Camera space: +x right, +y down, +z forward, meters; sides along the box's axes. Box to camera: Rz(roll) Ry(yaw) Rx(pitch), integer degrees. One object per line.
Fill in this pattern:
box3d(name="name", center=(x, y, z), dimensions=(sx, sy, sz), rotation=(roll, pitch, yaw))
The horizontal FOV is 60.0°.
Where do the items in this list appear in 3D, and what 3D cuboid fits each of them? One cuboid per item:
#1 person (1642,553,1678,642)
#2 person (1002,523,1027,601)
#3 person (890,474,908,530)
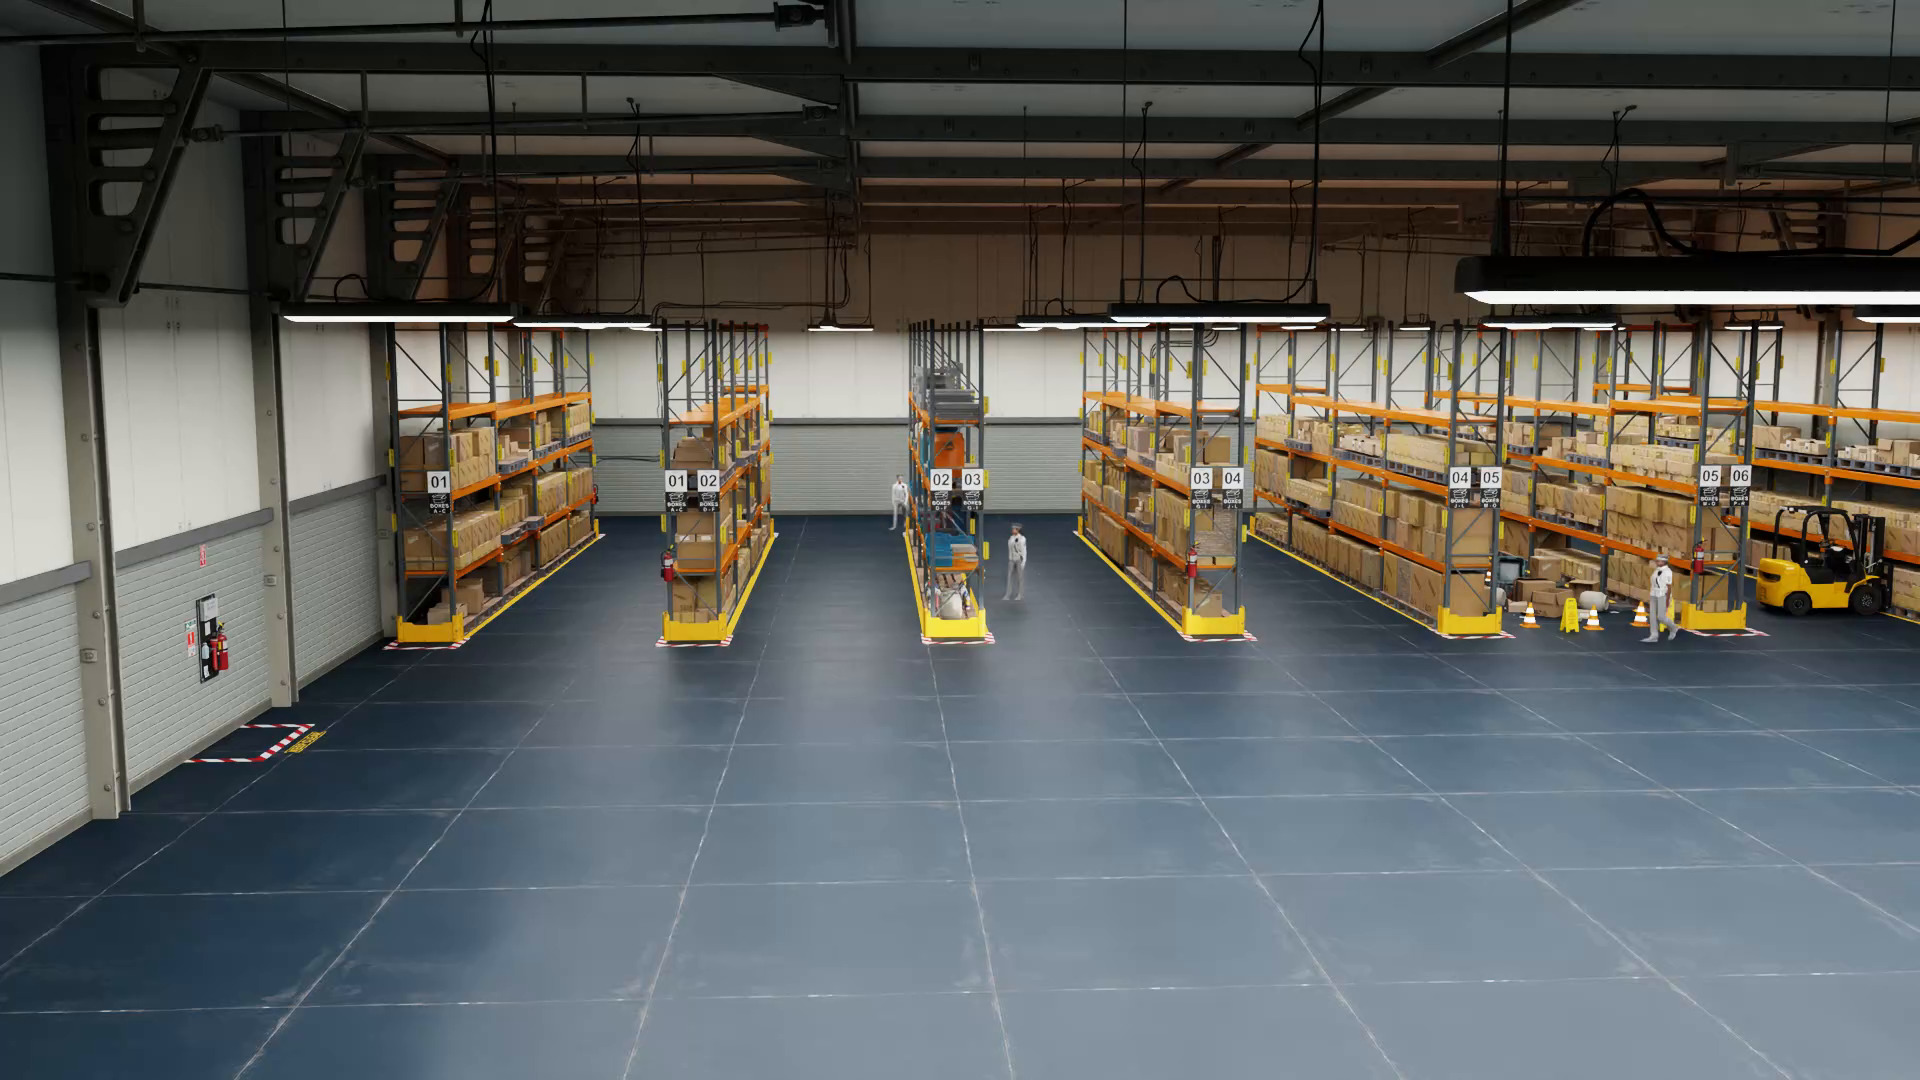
box3d(name="person", center=(13.054, 1.072, 30.899), dimensions=(0.597, 1.671, 0.457), rotation=(-3, 8, -24))
box3d(name="person", center=(1.188, 0.471, 35.705), dimensions=(0.492, 1.692, 0.479), rotation=(-7, 10, -43))
box3d(name="person", center=(-1.771, -1.131, 48.896), dimensions=(0.521, 1.632, 1.028), rotation=(1, 7, 10))
